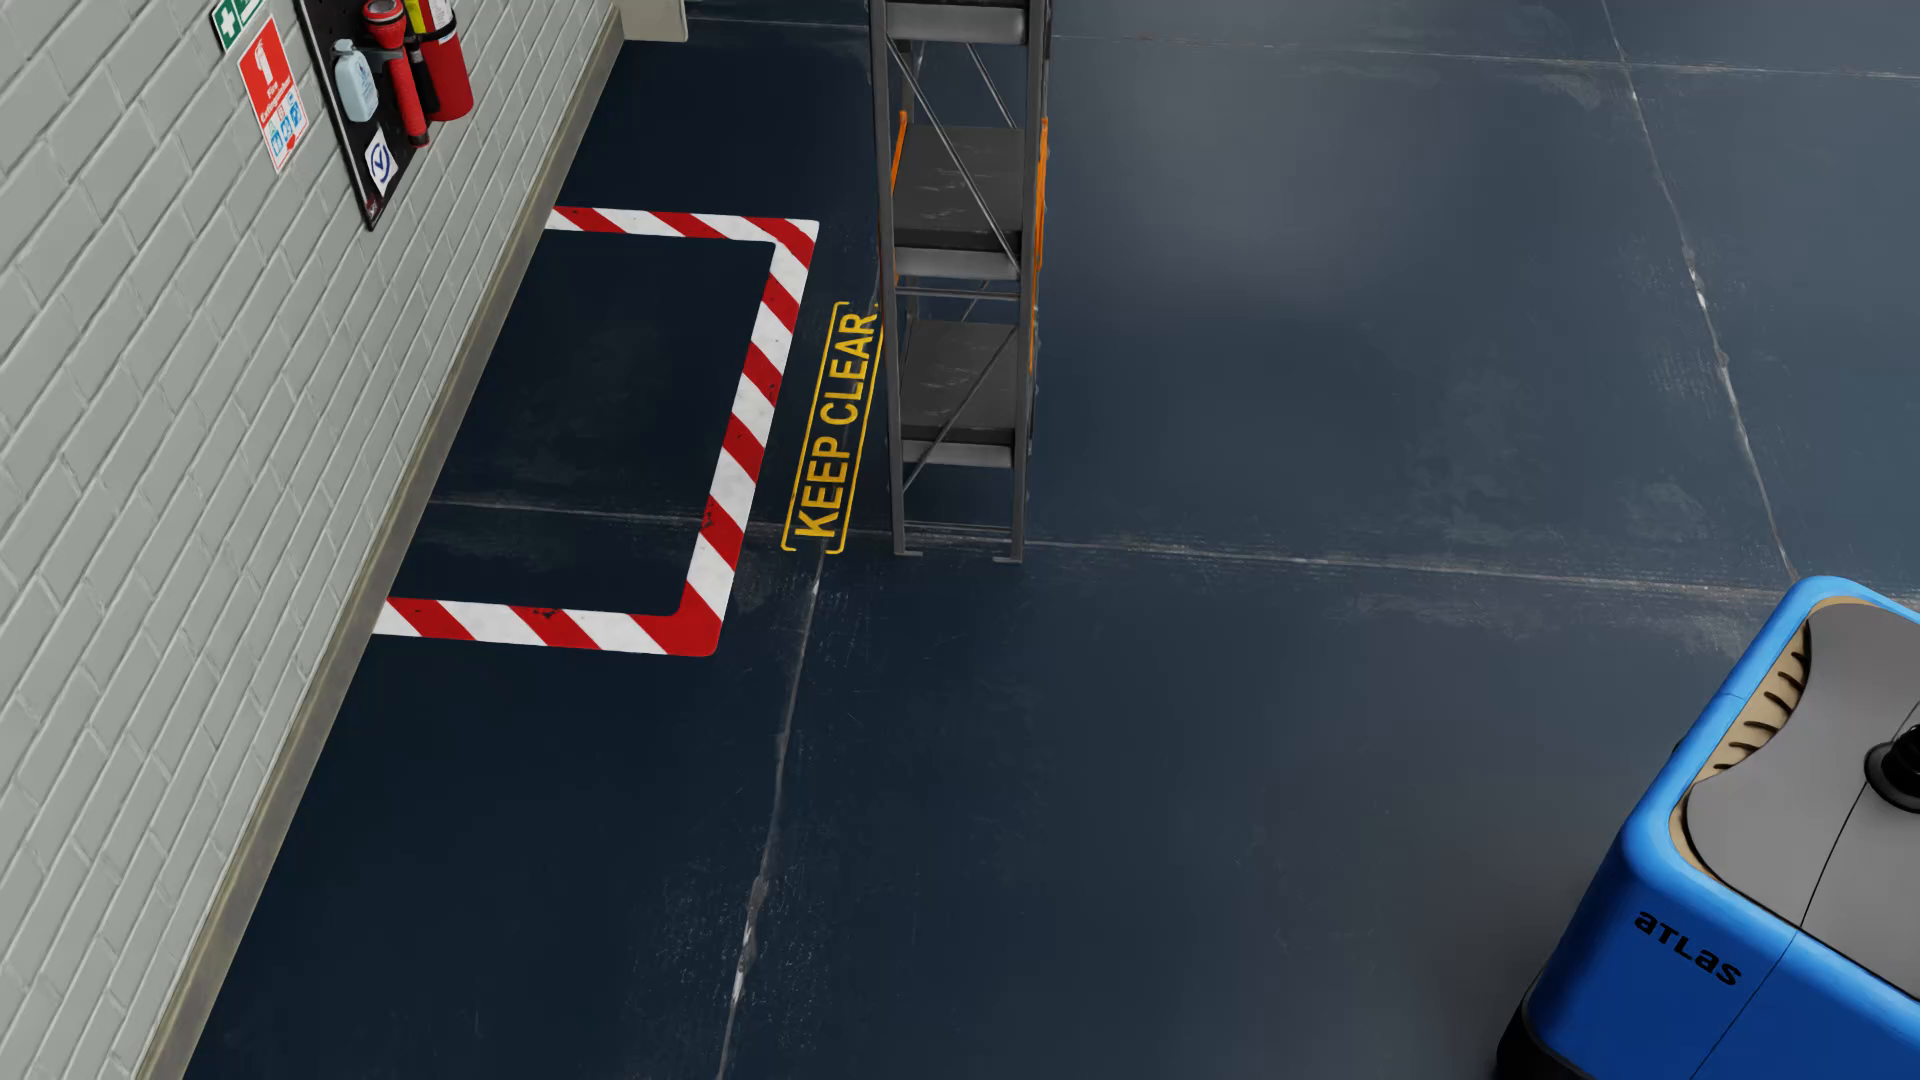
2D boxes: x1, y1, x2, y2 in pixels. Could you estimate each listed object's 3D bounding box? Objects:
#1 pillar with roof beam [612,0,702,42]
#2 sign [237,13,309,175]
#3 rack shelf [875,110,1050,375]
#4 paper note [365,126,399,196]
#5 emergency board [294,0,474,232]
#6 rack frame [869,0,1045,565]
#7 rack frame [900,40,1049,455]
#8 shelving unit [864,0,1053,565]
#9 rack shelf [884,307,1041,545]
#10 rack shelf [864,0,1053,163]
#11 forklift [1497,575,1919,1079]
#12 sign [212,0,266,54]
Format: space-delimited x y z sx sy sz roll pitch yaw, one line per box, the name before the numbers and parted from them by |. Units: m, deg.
pillar with roof beam | 2.960 -5.068 3.787 9.100 9.000 0.400 4 48 4
sign | -1.743 -1.133 4.229 0.001 0.329 0.234 4 48 4
rack shelf | 0.015 -0.821 4.597 0.431 0.518 0.480 4 48 4
paper note | -1.675 -1.097 4.818 0.016 0.148 0.142 4 48 4
emergency board | -1.590 -1.520 4.607 0.194 1.169 0.643 4 48 4
rack frame | -0.007 -0.651 4.422 0.400 2.100 0.015 4 48 4
rack frame | 0.037 -1.010 4.750 0.400 2.100 0.015 4 48 4
shelving unit | 0.015 -0.830 4.586 0.431 2.100 0.503 4 48 4
rack shelf | 0.015 -0.349 5.113 0.431 0.518 0.480 4 48 4
rack shelf | 0.015 -1.294 4.080 0.431 0.518 0.480 4 48 4
forklift | 2.734 0.774 2.556 3.031 2.935 1.130 33 55 26
sign | -1.734 -1.314 4.036 0.001 0.109 0.331 4 48 4
